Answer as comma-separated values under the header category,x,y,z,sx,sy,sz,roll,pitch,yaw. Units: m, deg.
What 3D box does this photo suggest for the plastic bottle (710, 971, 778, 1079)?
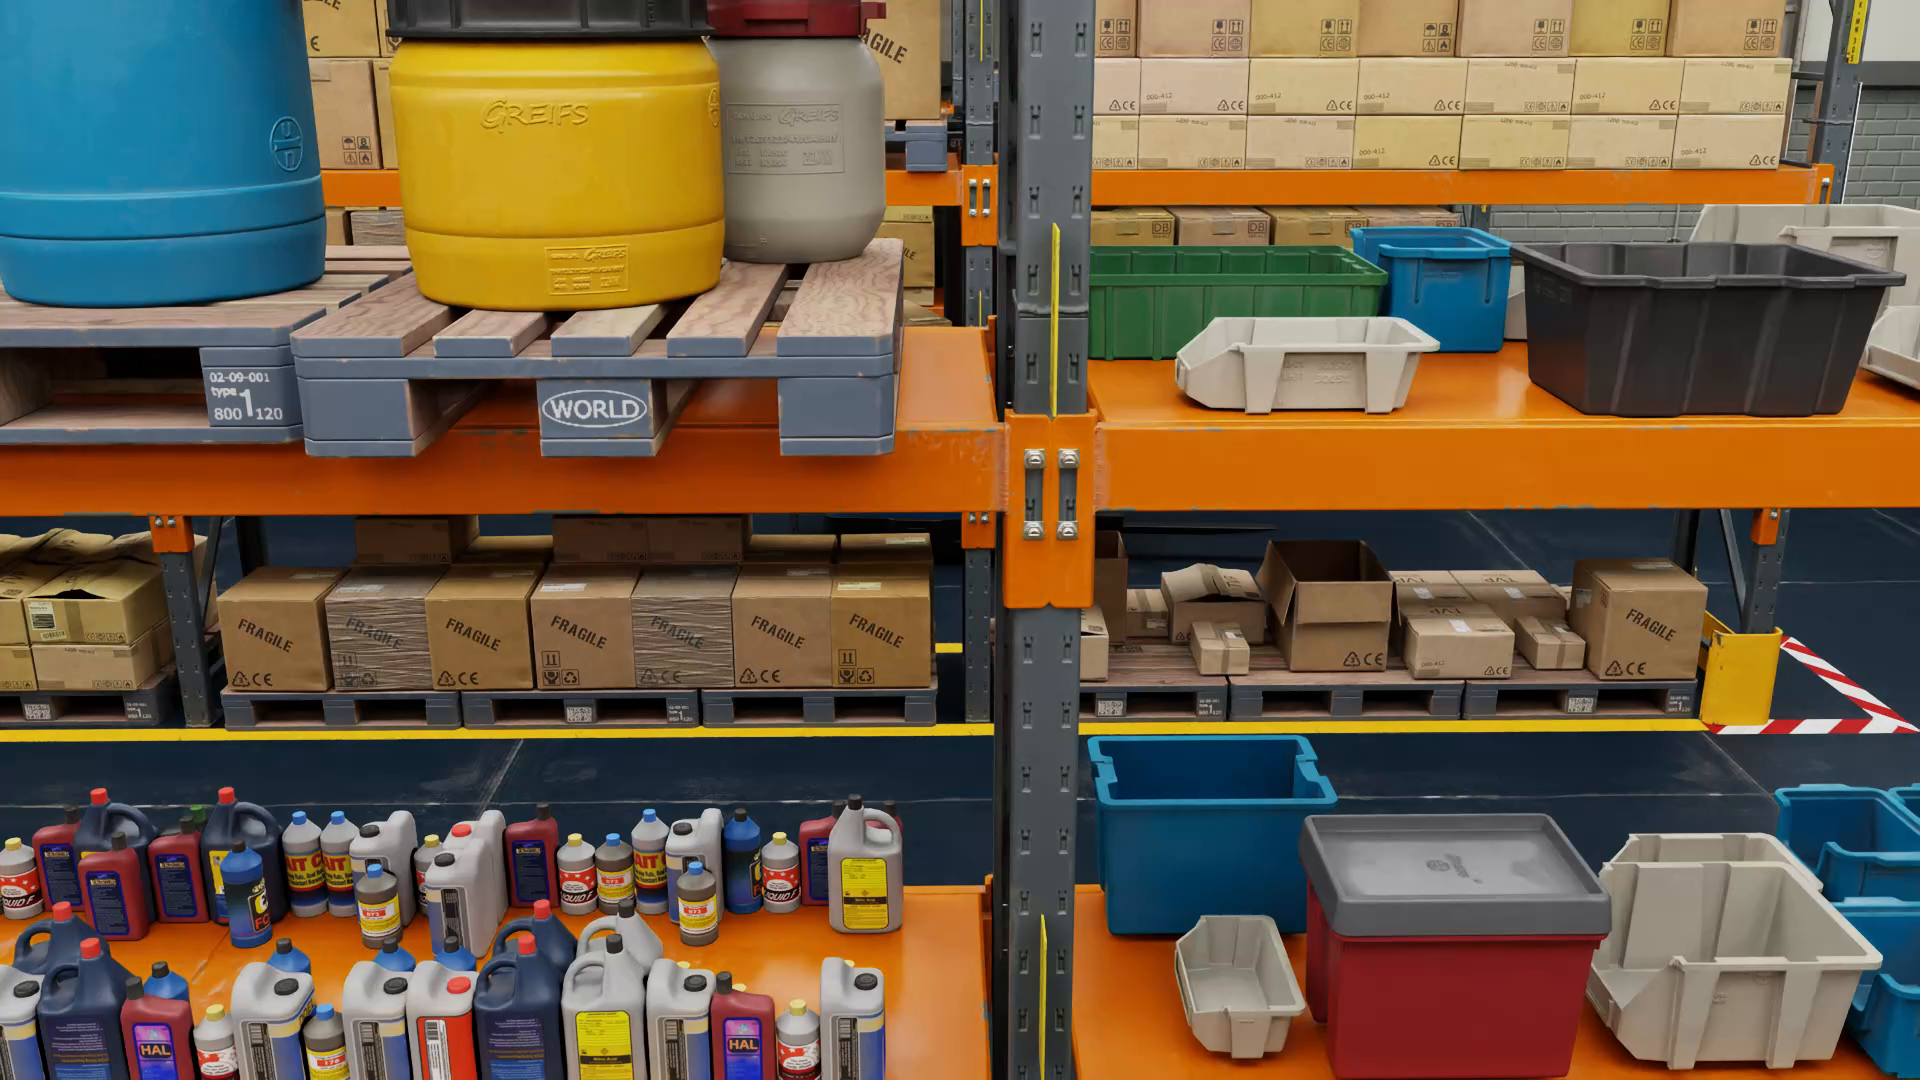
category,x,y,z,sx,sy,sz,roll,pitch,yaw
plastic bottle,-0.461,1.052,3.548,0.133,0.283,0.061,0,18,-1

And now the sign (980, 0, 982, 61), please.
category,x,y,z,sx,sy,sz,roll,pitch,yaw
sign,0.096,-2.324,7.481,0.005,0.325,0.100,0,18,-1

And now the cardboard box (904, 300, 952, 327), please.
category,x,y,z,sx,sy,sz,roll,pitch,yaw
cardboard box,-0.393,-0.945,8.733,0.500,0.500,0.700,-6,19,-19

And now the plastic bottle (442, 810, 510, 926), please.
category,x,y,z,sx,sy,sz,roll,pitch,yaw
plastic bottle,-1.236,0.830,4.251,0.135,0.276,0.152,0,18,-1

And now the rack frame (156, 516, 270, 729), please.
category,x,y,z,sx,sy,sz,roll,pitch,yaw
rack frame,-3.916,-0.613,8.546,0.127,3.000,1.000,0,18,-1

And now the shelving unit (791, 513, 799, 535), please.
category,x,y,z,sx,sy,sz,roll,pitch,yaw
shelving unit,-1.060,-0.529,11.451,0.252,1.050,0.215,-3,18,4

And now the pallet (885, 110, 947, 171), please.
category,x,y,z,sx,sy,sz,roll,pitch,yaw
pallet,-0.569,-1.989,8.234,1.003,0.211,1.213,0,18,-1

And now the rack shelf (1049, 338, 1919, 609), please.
category,x,y,z,sx,sy,sz,roll,pitch,yaw
rack shelf,2.158,-0.214,3.572,4.000,0.370,1.077,0,18,-1

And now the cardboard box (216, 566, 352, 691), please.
category,x,y,z,sx,sy,sz,roll,pitch,yaw
cardboard box,-3.456,0.453,8.596,0.500,0.500,0.500,0,18,1

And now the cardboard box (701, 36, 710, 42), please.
category,x,y,z,sx,sy,sz,roll,pitch,yaw
cardboard box,-1.089,-2.365,8.085,0.600,0.600,0.600,0,18,-1

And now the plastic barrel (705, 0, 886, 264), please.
category,x,y,z,sx,sy,sz,roll,pitch,yaw
plastic barrel,-0.372,-0.886,3.578,0.433,0.535,0.433,0,18,0

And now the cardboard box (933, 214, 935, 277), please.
category,x,y,z,sx,sy,sz,roll,pitch,yaw
cardboard box,-0.462,-2.418,13.492,0.500,0.500,0.500,-1,18,-3

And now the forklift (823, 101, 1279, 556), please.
category,x,y,z,sx,sy,sz,roll,pitch,yaw
forklift,0.624,-1.385,11.067,3.031,2.935,1.130,1,18,3

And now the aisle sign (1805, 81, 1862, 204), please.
category,x,y,z,sx,sy,sz,roll,pitch,yaw
aisle sign,4.156,-1.796,7.979,0.004,0.787,0.394,0,18,-1

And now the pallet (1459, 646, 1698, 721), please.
category,x,y,z,sx,sy,sz,roll,pitch,yaw
pallet,3.210,0.681,9.079,1.213,0.211,1.003,0,18,-1

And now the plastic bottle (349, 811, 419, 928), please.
category,x,y,z,sx,sy,sz,roll,pitch,yaw
plastic bottle,-1.468,0.832,4.248,0.135,0.276,0.152,0,18,-1

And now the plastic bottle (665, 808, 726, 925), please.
category,x,y,z,sx,sy,sz,roll,pitch,yaw
plastic bottle,-0.676,0.828,4.260,0.135,0.276,0.152,0,18,-1

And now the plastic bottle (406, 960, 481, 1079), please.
category,x,y,z,sx,sy,sz,roll,pitch,yaw
plastic bottle,-1.100,1.045,3.583,0.135,0.276,0.152,0,18,-1

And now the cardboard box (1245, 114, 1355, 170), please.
category,x,y,z,sx,sy,sz,roll,pitch,yaw
cardboard box,1.574,-1.919,7.953,0.500,0.250,0.500,0,18,-1

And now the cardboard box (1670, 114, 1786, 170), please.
category,x,y,z,sx,sy,sz,roll,pitch,yaw
cardboard box,3.574,-1.925,7.973,0.500,0.250,0.500,0,18,-1

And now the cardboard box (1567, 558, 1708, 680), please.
category,x,y,z,sx,sy,sz,roll,pitch,yaw
cardboard box,3.544,0.407,8.739,0.500,0.500,0.500,0,18,-1

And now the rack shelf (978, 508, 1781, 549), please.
category,x,y,z,sx,sy,sz,roll,pitch,yaw
rack shelf,2.084,-0.299,8.747,4.000,0.370,1.077,0,18,-1

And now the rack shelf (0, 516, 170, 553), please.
category,x,y,z,sx,sy,sz,roll,pitch,yaw
rack shelf,-5.915,-0.260,8.626,4.000,0.370,1.077,0,18,-1

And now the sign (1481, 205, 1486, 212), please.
category,x,y,z,sx,sy,sz,roll,pitch,yaw
sign,3.996,-2.662,12.653,0.005,0.325,0.100,0,18,-1

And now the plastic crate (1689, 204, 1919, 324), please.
category,x,y,z,sx,sy,sz,roll,pitch,yaw
plastic crate,1.937,-0.594,3.771,0.530,0.282,0.437,0,18,-1

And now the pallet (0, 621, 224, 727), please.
category,x,y,z,sx,sy,sz,roll,pitch,yaw
pallet,-4.739,0.707,8.997,1.213,0.211,1.003,0,18,-1

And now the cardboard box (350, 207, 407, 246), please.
category,x,y,z,sx,sy,sz,roll,pitch,yaw
cardboard box,-4.467,-2.377,13.164,0.500,0.500,0.700,-2,18,-7

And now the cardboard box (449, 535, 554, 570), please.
category,x,y,z,sx,sy,sz,roll,pitch,yaw
cardboard box,-2.467,0.290,9.106,0.500,0.500,0.500,-1,18,-3

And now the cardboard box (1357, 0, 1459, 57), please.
category,x,y,z,sx,sy,sz,roll,pitch,yaw
cardboard box,2.069,-2.610,8.062,0.500,0.500,0.700,0,18,-1

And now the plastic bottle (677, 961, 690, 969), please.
category,x,y,z,sx,sy,sz,roll,pitch,yaw
plastic bottle,-0.616,1.040,3.720,0.097,0.201,0.097,0,18,0

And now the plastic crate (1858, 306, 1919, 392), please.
category,x,y,z,sx,sy,sz,roll,pitch,yaw
plastic crate,2.096,-0.355,3.265,0.530,0.136,0.437,0,18,-1

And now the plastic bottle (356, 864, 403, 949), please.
category,x,y,z,sx,sy,sz,roll,pitch,yaw
plastic bottle,-1.448,0.905,4.141,0.097,0.201,0.097,0,18,0

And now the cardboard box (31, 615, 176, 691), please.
category,x,y,z,sx,sy,sz,roll,pitch,yaw
cardboard box,-4.438,0.574,8.662,0.500,0.250,0.500,0,18,0

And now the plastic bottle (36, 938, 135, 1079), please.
category,x,y,z,sx,sy,sz,roll,pitch,yaw
plastic bottle,-1.857,1.014,3.556,0.185,0.351,0.144,0,18,-1

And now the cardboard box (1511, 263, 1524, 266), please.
category,x,y,z,sx,sy,sz,roll,pitch,yaw
cardboard box,2.619,-1.082,8.210,0.500,0.500,0.500,0,18,1

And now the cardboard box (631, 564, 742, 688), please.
category,x,y,z,sx,sy,sz,roll,pitch,yaw
cardboard box,-1.401,0.441,8.634,0.500,0.500,0.500,0,18,0

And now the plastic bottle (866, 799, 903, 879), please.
category,x,y,z,sx,sy,sz,roll,pitch,yaw
plastic bottle,-0.215,0.808,4.309,0.133,0.283,0.061,0,18,-1

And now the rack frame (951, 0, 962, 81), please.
category,x,y,z,sx,sy,sz,roll,pitch,yaw
rack frame,0.002,-5.001,12.406,0.127,3.000,1.000,0,18,-1

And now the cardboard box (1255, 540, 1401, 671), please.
category,x,y,z,sx,sy,sz,roll,pitch,yaw
cardboard box,1.962,0.337,8.954,0.637,0.503,0.797,0,18,-1

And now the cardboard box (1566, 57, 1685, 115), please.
category,x,y,z,sx,sy,sz,roll,pitch,yaw
cardboard box,3.074,-2.163,7.897,0.500,0.250,0.500,0,18,-1

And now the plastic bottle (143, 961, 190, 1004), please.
category,x,y,z,sx,sy,sz,roll,pitch,yaw
plastic bottle,-1.716,1.040,3.606,0.097,0.271,0.097,0,18,0

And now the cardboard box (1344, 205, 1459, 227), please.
category,x,y,z,sx,sy,sz,roll,pitch,yaw
cardboard box,3.492,-2.301,13.320,0.700,0.700,0.980,1,18,2

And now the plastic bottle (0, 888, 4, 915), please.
category,x,y,z,sx,sy,sz,roll,pitch,yaw
plastic bottle,-2.513,0.864,4.270,0.097,0.201,0.097,0,18,0

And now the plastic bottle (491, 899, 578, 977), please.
category,x,y,z,sx,sy,sz,roll,pitch,yaw
plastic bottle,-0.943,0.966,3.707,0.185,0.351,0.144,0,18,-1

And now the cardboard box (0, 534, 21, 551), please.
category,x,y,z,sx,sy,sz,roll,pitch,yaw
cardboard box,-5.479,0.149,9.067,0.500,0.311,0.500,-1,18,-2

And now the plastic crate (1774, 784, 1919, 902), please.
category,x,y,z,sx,sy,sz,roll,pitch,yaw
plastic crate,2.289,0.821,4.252,0.300,0.233,0.416,0,18,-1

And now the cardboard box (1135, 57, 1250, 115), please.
category,x,y,z,sx,sy,sz,roll,pitch,yaw
cardboard box,1.074,-2.156,7.875,0.500,0.250,0.500,0,18,-1

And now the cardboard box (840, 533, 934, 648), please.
category,x,y,z,sx,sy,sz,roll,pitch,yaw
cardboard box,-0.404,0.277,9.146,0.500,0.500,0.500,-1,18,-3
